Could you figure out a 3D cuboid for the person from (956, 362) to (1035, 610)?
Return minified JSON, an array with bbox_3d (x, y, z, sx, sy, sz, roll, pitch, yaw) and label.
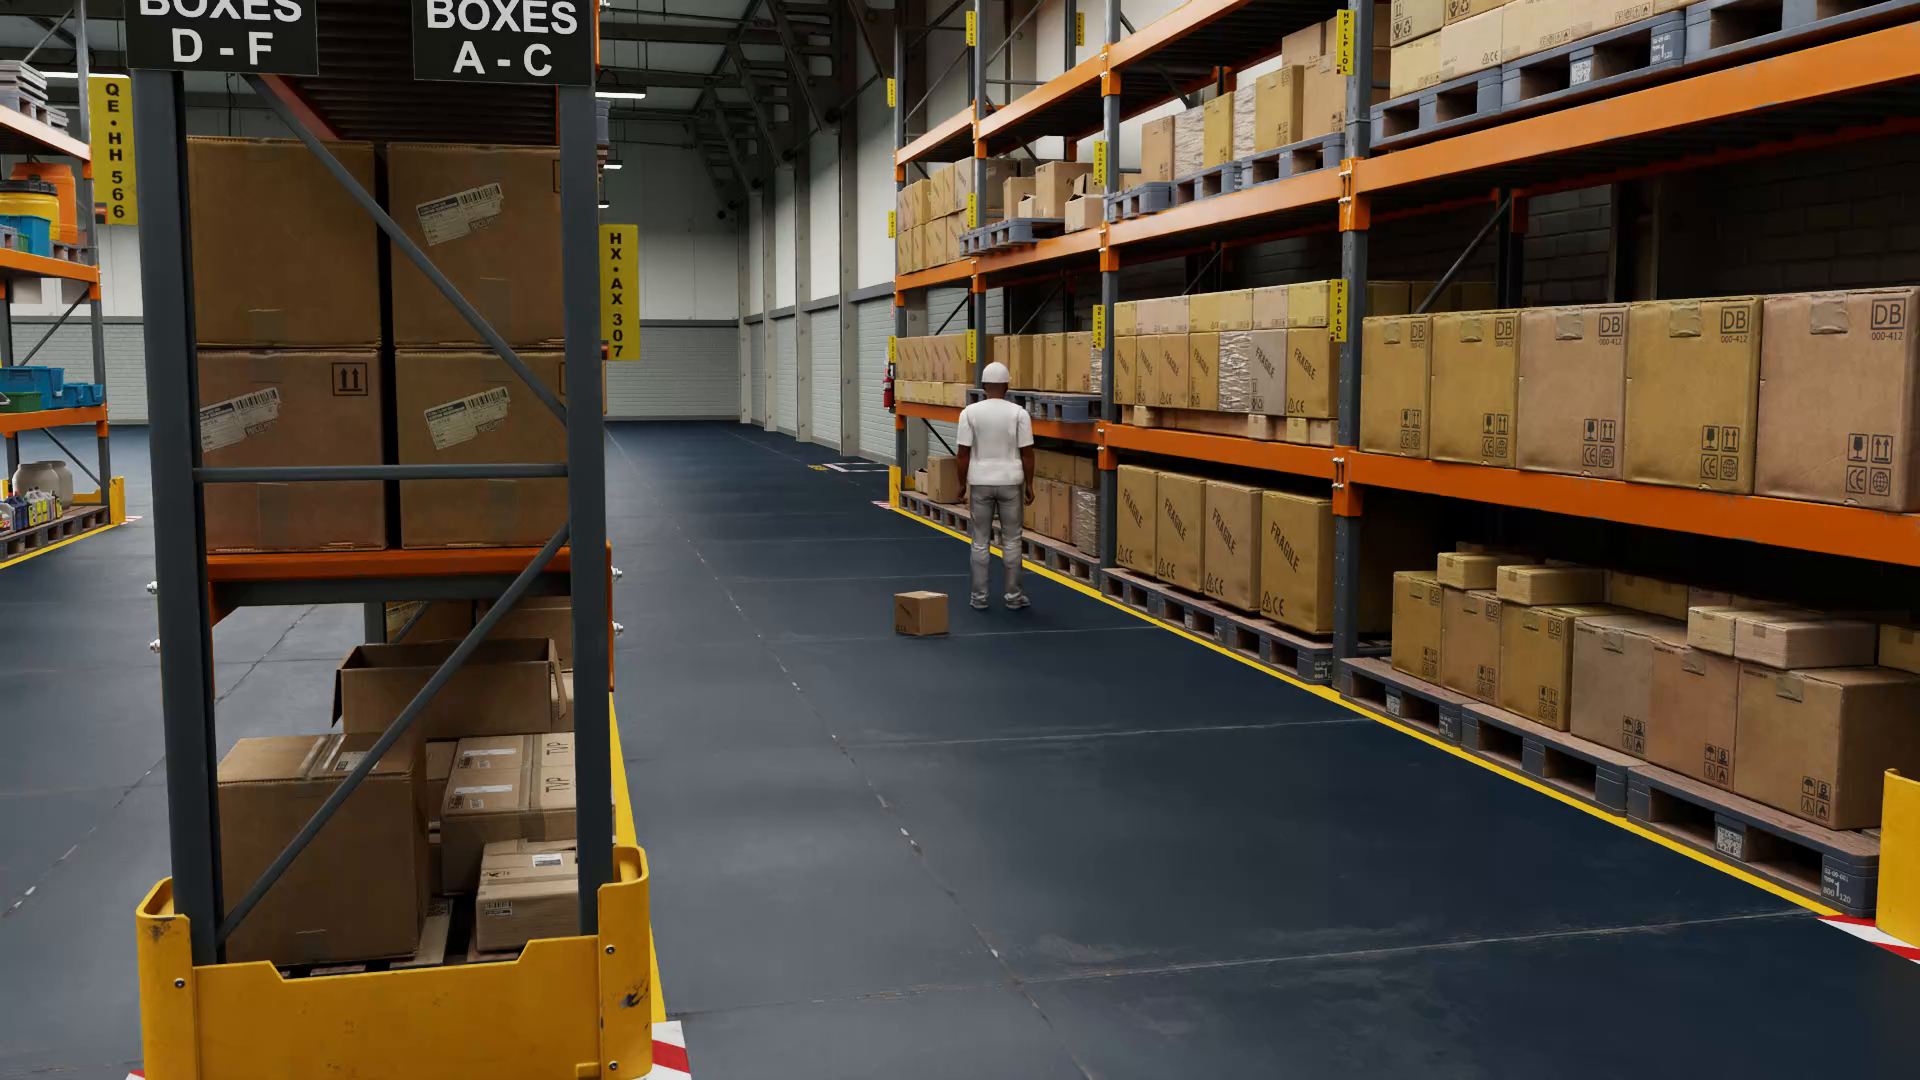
[{"bbox_3d":[0.257,-0.389,11.974,0.565,1.771,0.367,1,6,5],"label":"person"}]
